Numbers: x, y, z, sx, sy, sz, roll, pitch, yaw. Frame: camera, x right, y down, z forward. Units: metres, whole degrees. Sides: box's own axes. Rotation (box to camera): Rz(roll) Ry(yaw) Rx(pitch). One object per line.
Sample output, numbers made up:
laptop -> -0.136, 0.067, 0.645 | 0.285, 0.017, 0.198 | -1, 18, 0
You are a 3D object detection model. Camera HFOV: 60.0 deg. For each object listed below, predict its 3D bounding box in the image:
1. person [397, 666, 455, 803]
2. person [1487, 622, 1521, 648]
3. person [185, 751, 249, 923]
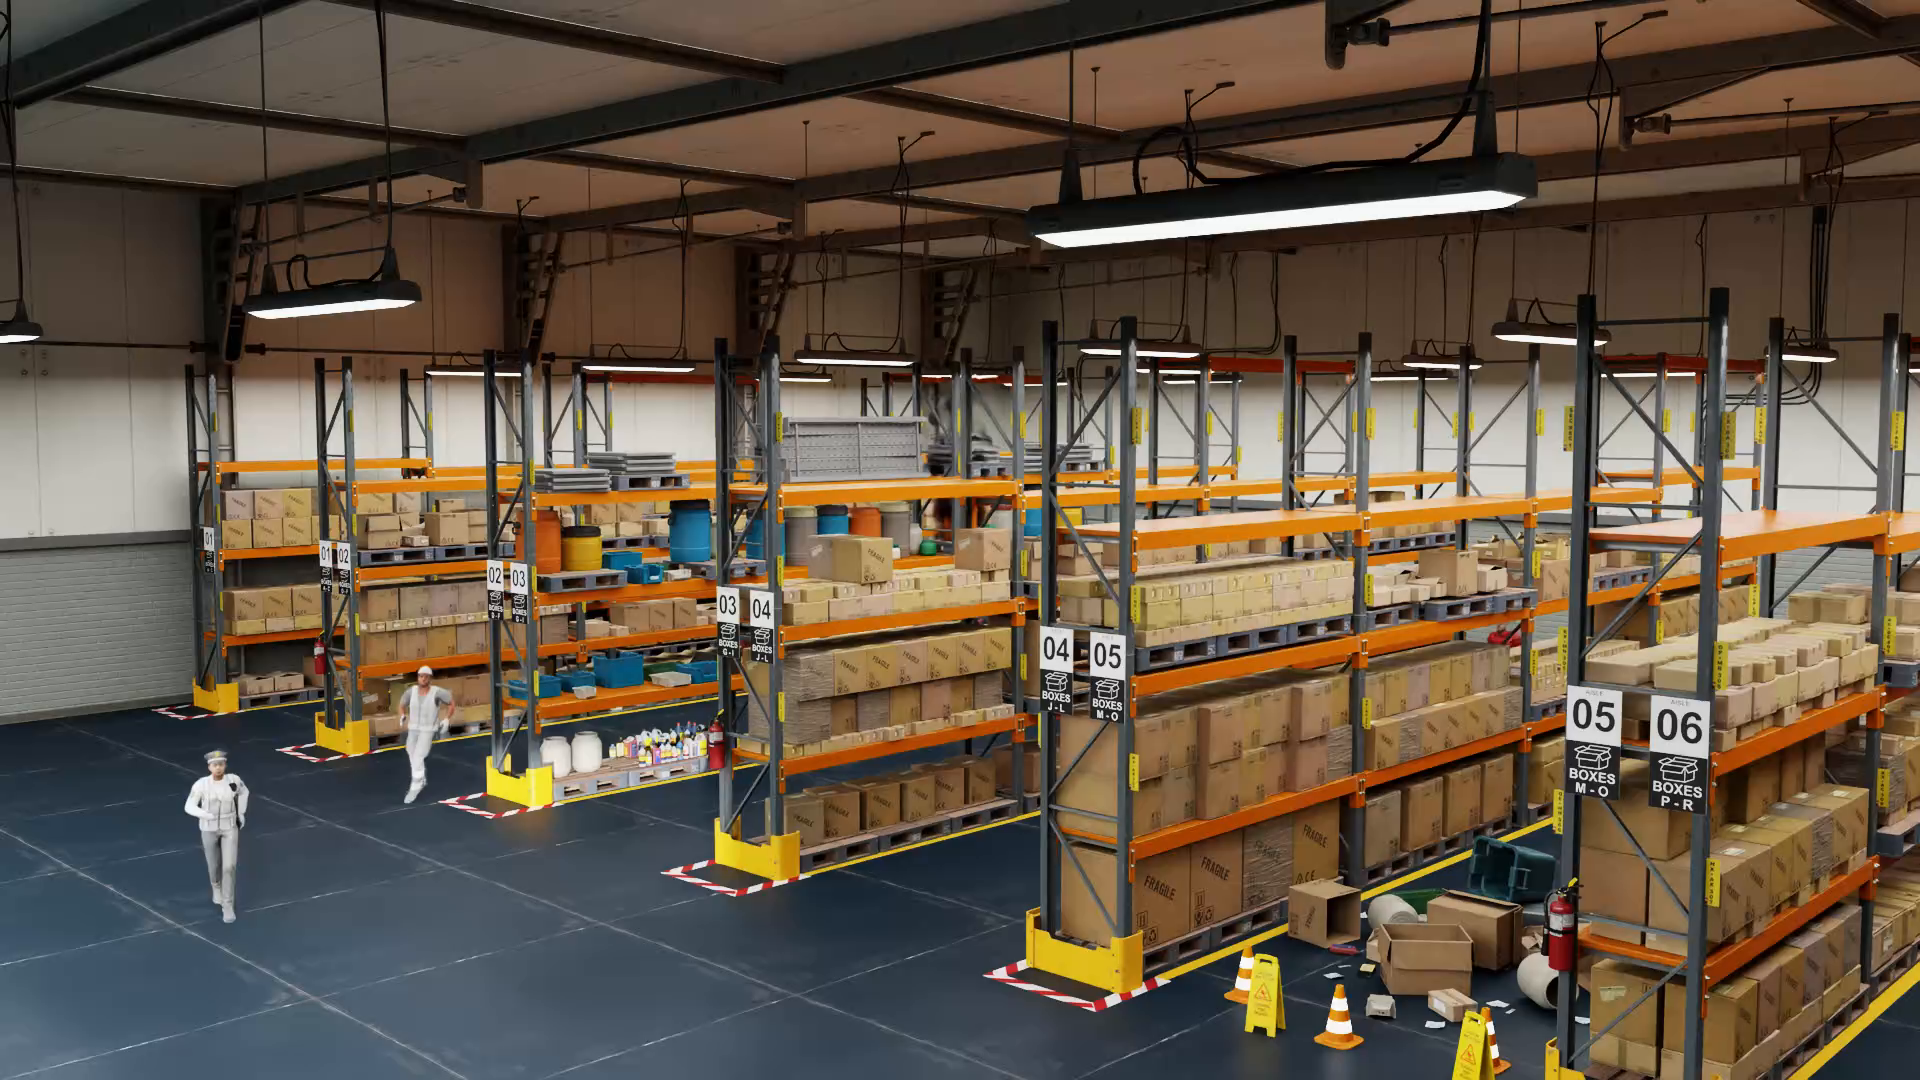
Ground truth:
person -> -7.190, 2.576, 22.299 | 0.708, 1.799, 0.706 | 1, 4, 9
person -> 9.197, 2.164, 28.232 | 0.672, 1.675, 0.617 | 3, 5, 35
person -> -7.633, 2.996, 17.115 | 0.602, 1.711, 0.886 | -2, 5, -24
